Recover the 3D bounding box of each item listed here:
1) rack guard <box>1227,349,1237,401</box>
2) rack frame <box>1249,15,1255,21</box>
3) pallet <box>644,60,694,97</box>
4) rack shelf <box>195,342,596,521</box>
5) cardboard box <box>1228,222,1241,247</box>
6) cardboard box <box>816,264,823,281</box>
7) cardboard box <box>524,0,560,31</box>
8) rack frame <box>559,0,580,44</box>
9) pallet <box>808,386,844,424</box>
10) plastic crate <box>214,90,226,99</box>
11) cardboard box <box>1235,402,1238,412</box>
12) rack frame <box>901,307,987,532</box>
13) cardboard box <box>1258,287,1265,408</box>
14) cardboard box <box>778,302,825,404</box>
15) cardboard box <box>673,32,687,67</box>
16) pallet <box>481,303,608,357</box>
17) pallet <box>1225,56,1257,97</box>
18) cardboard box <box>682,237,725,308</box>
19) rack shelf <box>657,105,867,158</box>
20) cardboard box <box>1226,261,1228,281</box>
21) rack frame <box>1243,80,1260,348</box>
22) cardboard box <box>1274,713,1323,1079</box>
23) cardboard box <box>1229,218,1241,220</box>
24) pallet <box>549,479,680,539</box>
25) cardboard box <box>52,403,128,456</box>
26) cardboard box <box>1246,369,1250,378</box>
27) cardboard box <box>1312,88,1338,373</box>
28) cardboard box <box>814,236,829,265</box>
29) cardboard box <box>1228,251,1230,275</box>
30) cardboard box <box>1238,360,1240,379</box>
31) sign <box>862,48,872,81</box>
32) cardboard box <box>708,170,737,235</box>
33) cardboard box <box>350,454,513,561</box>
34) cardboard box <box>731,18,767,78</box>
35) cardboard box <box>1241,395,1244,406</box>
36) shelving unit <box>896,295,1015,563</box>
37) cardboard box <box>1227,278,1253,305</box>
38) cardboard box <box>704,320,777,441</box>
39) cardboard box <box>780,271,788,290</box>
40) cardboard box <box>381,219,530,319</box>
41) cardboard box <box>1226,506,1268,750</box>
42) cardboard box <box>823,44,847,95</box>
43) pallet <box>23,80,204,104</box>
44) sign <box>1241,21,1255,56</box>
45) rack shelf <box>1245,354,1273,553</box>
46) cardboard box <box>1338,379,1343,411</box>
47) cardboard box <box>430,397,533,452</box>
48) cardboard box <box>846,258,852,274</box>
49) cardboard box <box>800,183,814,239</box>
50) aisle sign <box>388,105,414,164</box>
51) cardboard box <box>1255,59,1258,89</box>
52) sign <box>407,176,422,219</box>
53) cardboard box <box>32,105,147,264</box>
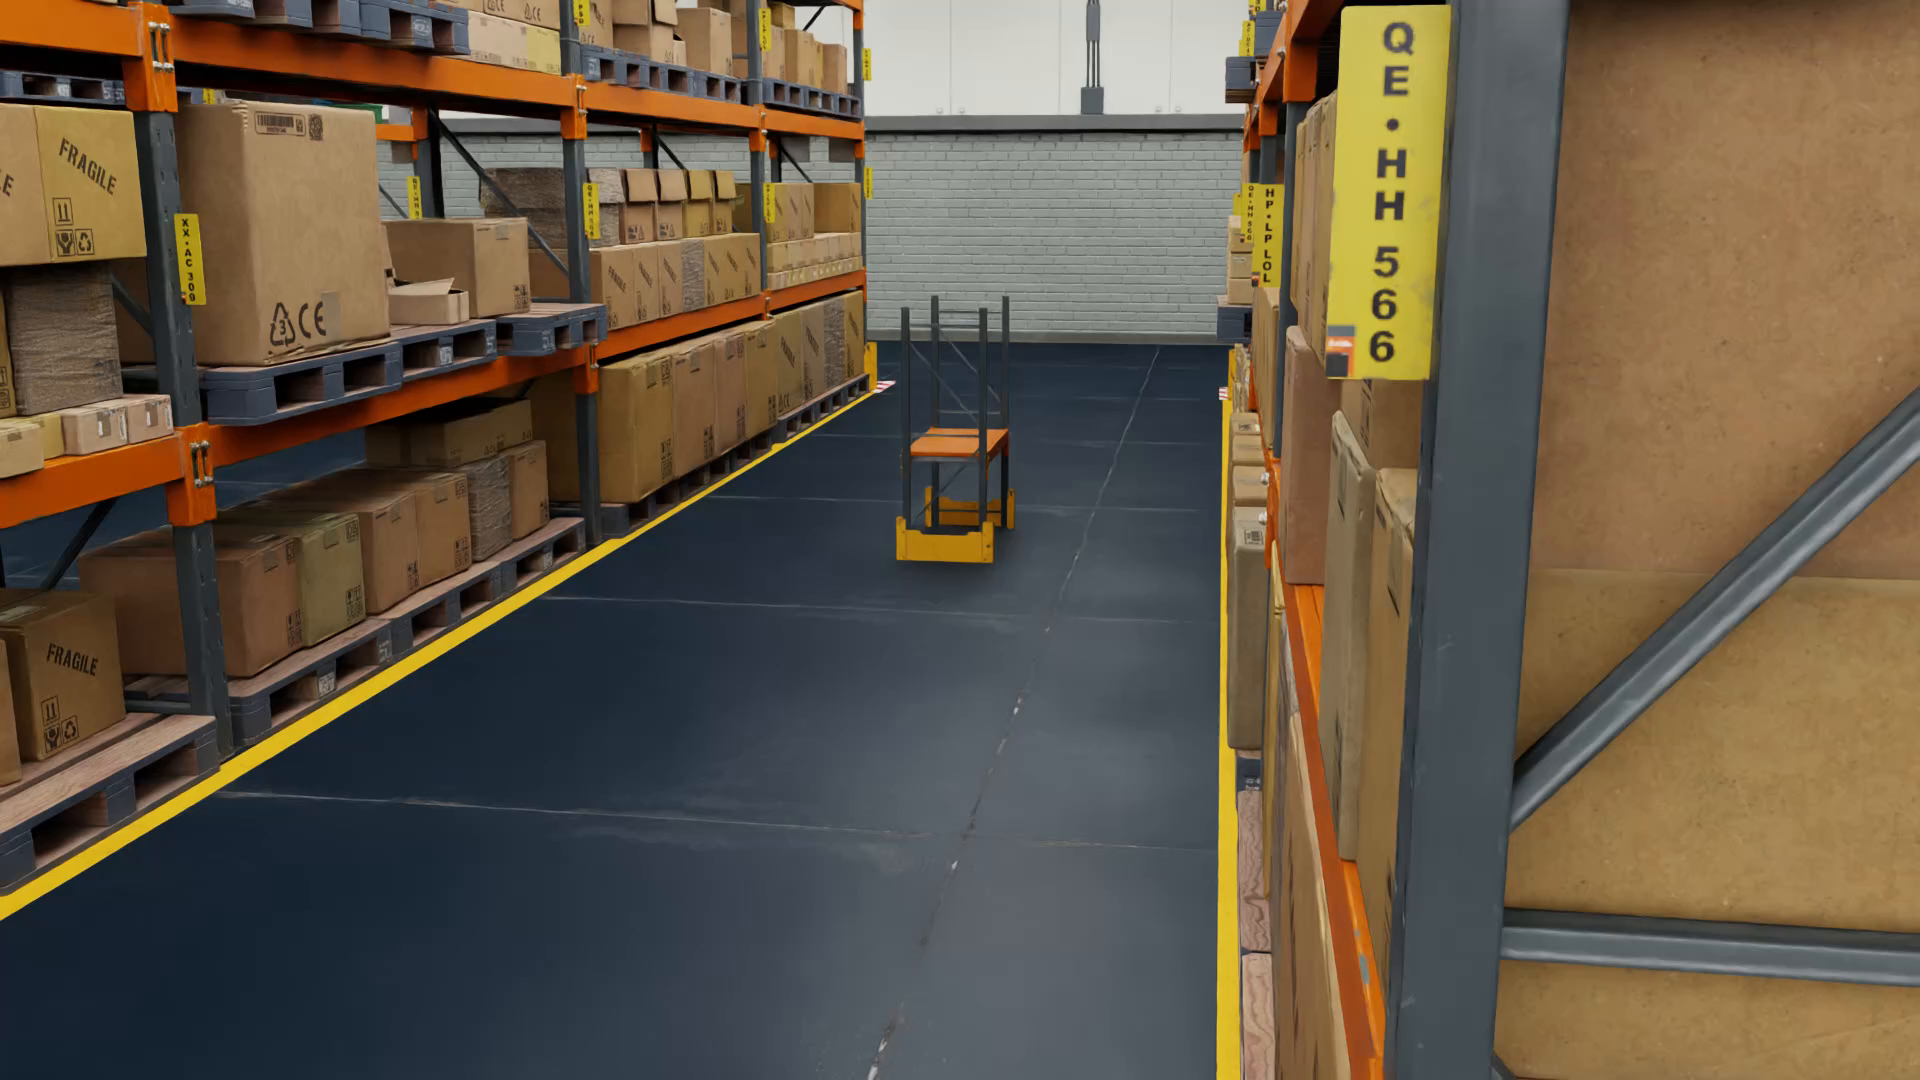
[{"bbox_3d":[3.366,-1.696,17.177,1.175,0.500,0.348,2,12,9],"label":"rack guard"},{"bbox_3d":[3.378,-5.867,16.355,1.000,3.000,0.127,2,12,9],"label":"rack frame"},{"bbox_3d":[-2.522,-3.193,11.517,1.003,0.211,1.213,2,12,11],"label":"pallet"},{"bbox_3d":[-3.046,-0.682,8.247,1.077,0.370,4.000,2,12,9],"label":"rack shelf"},{"bbox_3d":[1.888,-1.921,10.475,0.380,0.149,0.250,2,12,10],"label":"cardboard box"},{"bbox_3d":[-1.510,-2.535,15.735,0.380,0.149,0.250,2,12,7],"label":"cardboard box"},{"bbox_3d":[-2.564,-3.102,9.225,0.500,0.500,0.500,2,12,10],"label":"cardboard box"},{"bbox_3d":[-2.738,-4.383,9.471,1.000,3.000,0.127,2,12,9],"label":"rack frame"},{"bbox_3d":[-1.743,-1.330,16.165,1.003,0.211,1.213,2,12,9],"label":"pallet"},{"bbox_3d":[-7.047,-4.233,16.177,0.437,0.282,0.530,2,12,9],"label":"plastic crate"},{"bbox_3d":[2.645,-1.221,14.809,0.380,0.149,0.250,2,12,9],"label":"cardboard box"},{"bbox_3d":[-0.091,-0.610,9.762,0.500,1.500,0.032,2,12,9],"label":"rack frame"},{"bbox_3d":[1.504,-0.812,6.906,0.500,0.500,0.500,2,12,9],"label":"cardboard box"},{"bbox_3d":[-1.804,-1.772,15.641,0.875,0.875,0.875,2,12,9],"label":"cardboard box"},{"bbox_3d":[-2.380,-3.686,12.569,0.500,0.311,0.500,1,12,7],"label":"cardboard box"},{"bbox_3d":[-2.742,-1.205,9.419,1.213,0.211,1.003,2,12,9],"label":"pallet"},{"bbox_3d":[2.406,-3.135,11.244,1.213,0.211,1.003,2,12,9],"label":"pallet"},{"bbox_3d":[-2.081,-2.014,12.480,0.500,0.500,0.500,2,12,8],"label":"cardboard box"},{"bbox_3d":[-1.815,-3.814,15.658,1.077,0.370,4.000,2,12,9],"label":"rack shelf"},{"bbox_3d":[2.090,-1.902,11.796,0.380,0.149,0.250,1,12,6],"label":"cardboard box"},{"bbox_3d":[2.763,-2.101,13.123,1.000,3.000,0.127,2,12,9],"label":"rack frame"},{"bbox_3d":[1.089,0.904,3.227,0.875,0.875,0.875,2,12,8],"label":"cardboard box"},{"bbox_3d":[2.089,-2.191,11.726,0.380,0.149,0.250,2,12,8],"label":"cardboard box"},{"bbox_3d":[-2.542,-0.249,11.147,1.003,0.211,1.213,2,12,9],"label":"pallet"},{"bbox_3d":[-3.144,-0.389,5.774,0.380,0.149,0.250,2,12,9],"label":"cardboard box"},{"bbox_3d":[2.154,-0.980,11.078,0.500,0.250,0.500,2,12,10],"label":"cardboard box"},{"bbox_3d":[1.179,-0.625,3.352,0.875,0.550,0.500,2,12,9],"label":"cardboard box"},{"bbox_3d":[-1.553,-2.758,15.821,0.500,0.250,0.500,2,12,9],"label":"cardboard box"},{"bbox_3d":[1.813,-1.670,10.014,0.380,0.149,0.250,2,12,11],"label":"cardboard box"},{"bbox_3d":[2.659,-1.504,14.708,0.380,0.149,0.250,1,12,6],"label":"cardboard box"},{"bbox_3d":[-0.974,-4.956,17.334,0.100,0.325,0.005,2,12,9],"label":"sign"},{"bbox_3d":[-2.213,-2.689,13.232,0.797,0.503,0.637,2,12,7],"label":"cardboard box"},{"bbox_3d":[-2.894,-0.187,9.132,0.700,0.500,0.500,1,12,4],"label":"cardboard box"},{"bbox_3d":[-2.062,-4.217,14.350,0.700,0.500,0.500,1,12,5],"label":"cardboard box"},{"bbox_3d":[2.307,-0.829,12.157,0.500,0.500,0.500,2,12,11],"label":"cardboard box"},{"bbox_3d":[-0.012,-0.717,10.262,0.587,1.500,1.083,2,12,9],"label":"shelving unit"},{"bbox_3d":[1.769,-1.469,9.787,0.380,0.149,0.250,2,12,10],"label":"cardboard box"},{"bbox_3d":[-2.201,-1.316,13.525,1.225,0.875,0.875,2,12,9],"label":"cardboard box"},{"bbox_3d":[-1.708,-2.266,14.482,0.380,0.149,0.250,1,12,7],"label":"cardboard box"},{"bbox_3d":[-2.769,-1.471,8.966,0.700,0.500,0.500,4,13,17],"label":"cardboard box"},{"bbox_3d":[1.539,0.326,6.202,1.050,0.750,0.750,2,12,8],"label":"cardboard box"},{"bbox_3d":[-1.535,-4.775,16.938,0.700,0.500,0.500,1,12,5],"label":"cardboard box"},{"bbox_3d":[-7.041,-3.651,13.643,1.213,0.211,1.003,2,12,9],"label":"pallet"},{"bbox_3d":[2.225,-3.836,12.827,0.100,0.325,0.005,2,12,9],"label":"sign"},{"bbox_3d":[1.840,-0.500,7.403,1.077,0.370,4.000,2,12,9],"label":"rack shelf"},{"bbox_3d":[1.243,-0.095,3.456,0.875,0.550,0.500,2,12,9],"label":"cardboard box"},{"bbox_3d":[-2.811,-0.669,9.589,0.500,0.250,0.500,2,12,11],"label":"cardboard box"},{"bbox_3d":[-1.315,-2.801,16.968,0.380,0.149,0.250,2,12,9],"label":"cardboard box"},{"bbox_3d":[-1.638,-3.024,15.274,0.500,0.500,0.500,1,12,7],"label":"cardboard box"},{"bbox_3d":[-6.101,-4.552,18.326,0.394,0.787,0.004,2,12,9],"label":"aisle sign"},{"bbox_3d":[2.129,-3.119,10.490,0.500,0.500,0.500,2,12,9],"label":"cardboard box"},{"bbox_3d":[-3.287,-2.034,10.061,0.100,0.325,0.005,2,12,9],"label":"sign"},{"bbox_3d":[-3.150,-1.198,5.616,0.500,0.500,0.500,2,12,9],"label":"cardboard box"}]
